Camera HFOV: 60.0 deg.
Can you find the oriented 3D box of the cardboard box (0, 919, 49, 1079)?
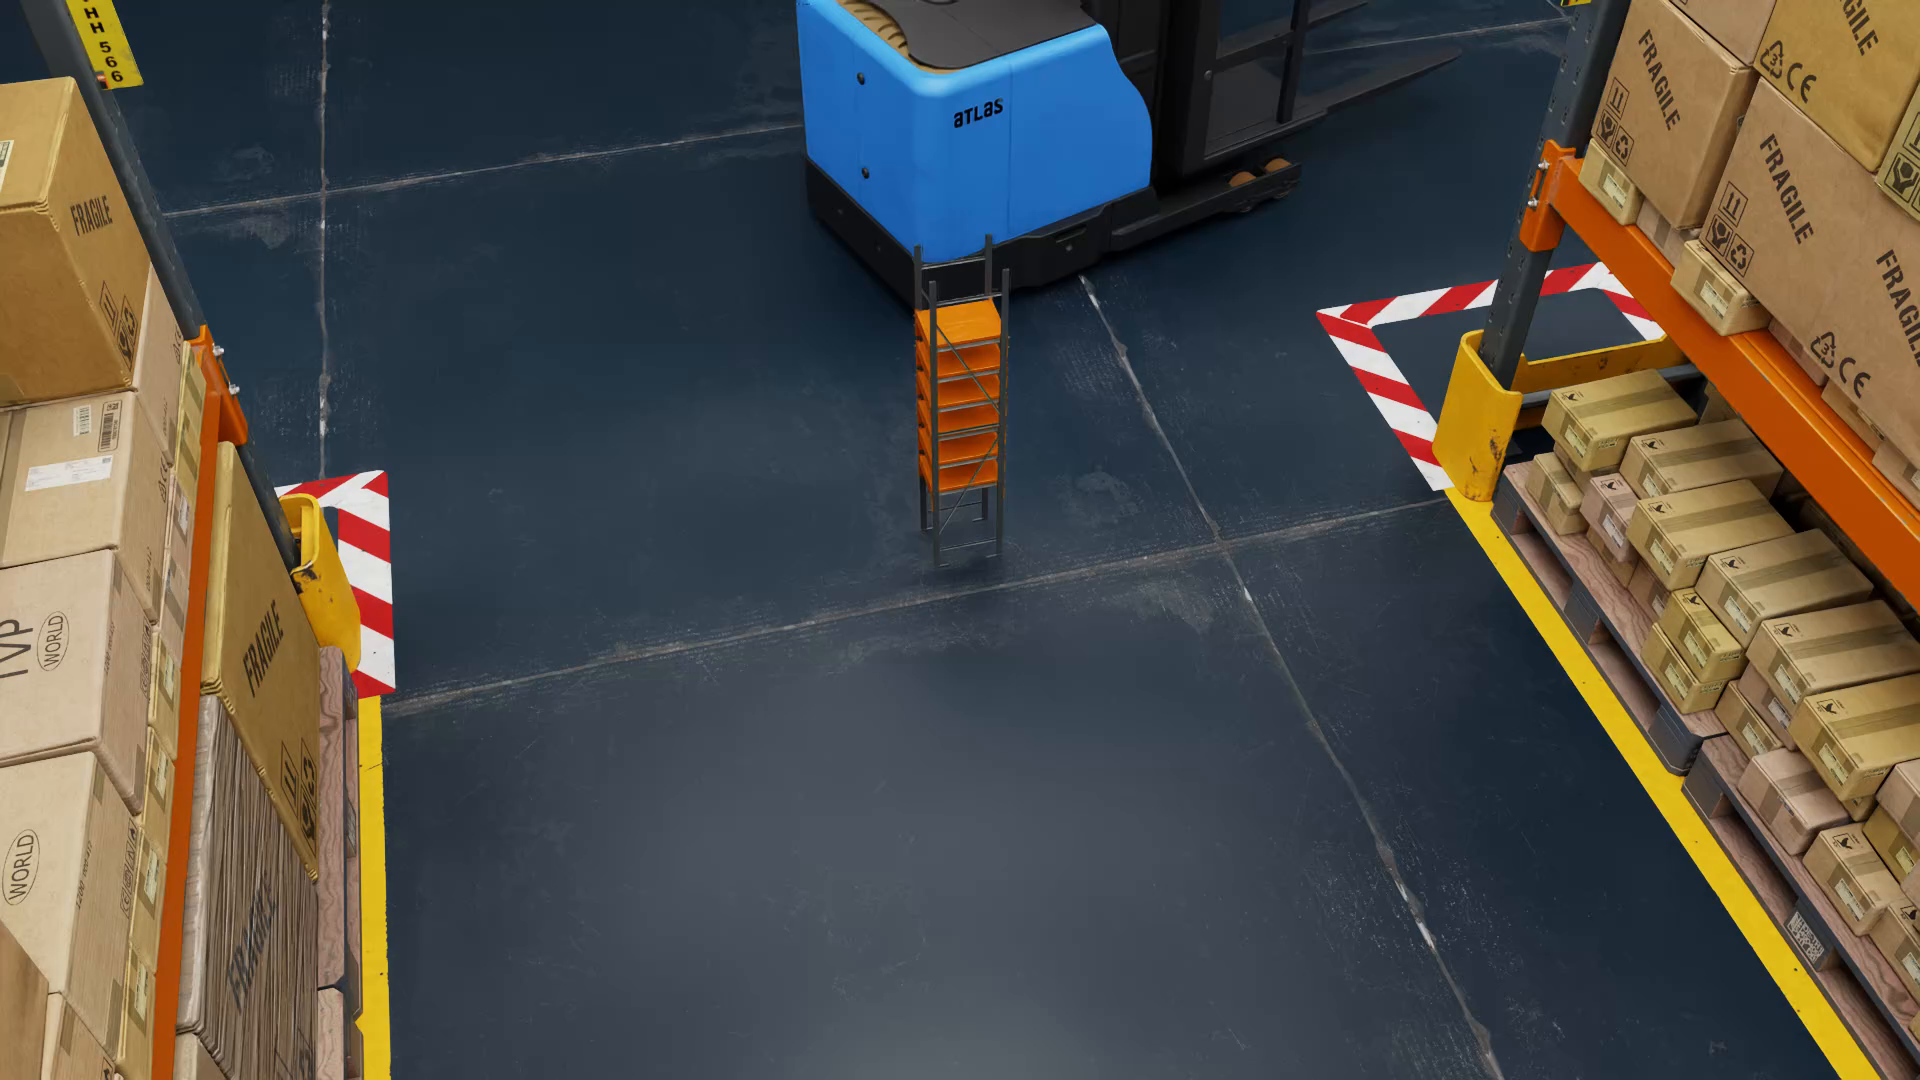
[{"bbox_3d":[-1.631,0.757,2.280,0.500,0.500,0.500,-12,47,-12],"label":"cardboard box"}]

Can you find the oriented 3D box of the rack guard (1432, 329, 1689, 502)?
[{"bbox_3d":[2.317,-0.524,5.913,1.175,0.500,0.348,-11,47,-10],"label":"rack guard"}]

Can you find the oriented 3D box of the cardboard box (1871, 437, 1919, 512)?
[{"bbox_3d":[2.466,-0.195,4.016,0.380,0.149,0.250,-12,47,-11],"label":"cardboard box"}]

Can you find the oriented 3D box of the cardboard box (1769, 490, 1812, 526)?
[{"bbox_3d":[2.723,-0.202,5.341,0.380,0.149,0.250,-12,47,-11],"label":"cardboard box"}]

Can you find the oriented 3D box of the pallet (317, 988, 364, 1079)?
[{"bbox_3d":[-1.934,1.741,3.896,1.003,0.211,1.213,-11,47,-10],"label":"pallet"}]

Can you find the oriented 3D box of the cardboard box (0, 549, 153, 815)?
[{"bbox_3d":[-1.882,0.322,3.231,0.500,0.250,0.500,-12,47,-12],"label":"cardboard box"}]

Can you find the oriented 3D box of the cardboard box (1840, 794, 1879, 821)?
[{"bbox_3d":[2.577,0.599,4.556,0.380,0.149,0.250,-9,46,-8],"label":"cardboard box"}]

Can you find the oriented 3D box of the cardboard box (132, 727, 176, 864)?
[{"bbox_3d":[-1.784,0.544,3.293,0.380,0.149,0.250,-11,47,-10],"label":"cardboard box"}]

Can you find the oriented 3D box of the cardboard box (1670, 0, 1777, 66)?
[{"bbox_3d":[2.156,-1.582,4.221,0.500,0.500,0.500,-11,47,-11],"label":"cardboard box"}]

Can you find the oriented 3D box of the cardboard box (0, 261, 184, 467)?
[{"bbox_3d":[-2.142,-0.379,3.918,0.500,0.250,0.500,-11,47,-11],"label":"cardboard box"}]

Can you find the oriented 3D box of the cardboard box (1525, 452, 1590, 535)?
[{"bbox_3d":[2.122,-0.180,5.528,0.380,0.149,0.250,-10,46,-10],"label":"cardboard box"}]

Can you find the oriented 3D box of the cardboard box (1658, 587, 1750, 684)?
[{"bbox_3d":[2.308,0.254,4.895,0.380,0.149,0.250,-9,46,-9],"label":"cardboard box"}]

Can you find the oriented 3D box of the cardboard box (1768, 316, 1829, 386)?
[{"bbox_3d":[2.385,-0.562,4.376,0.380,0.149,0.250,-9,46,-8],"label":"cardboard box"}]

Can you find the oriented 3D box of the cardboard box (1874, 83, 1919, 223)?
[{"bbox_3d":[2.403,-0.871,3.525,0.500,0.500,0.500,-12,47,-11],"label":"cardboard box"}]

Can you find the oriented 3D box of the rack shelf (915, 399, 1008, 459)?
[{"bbox_3d":[0.004,-0.379,5.343,0.258,0.103,0.180,-11,47,-10],"label":"rack shelf"}]

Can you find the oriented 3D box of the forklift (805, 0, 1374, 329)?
[{"bbox_3d":[0.749,-2.816,6.458,1.130,2.935,3.031,32,53,27],"label":"forklift"}]

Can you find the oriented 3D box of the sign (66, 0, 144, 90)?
[{"bbox_3d":[-1.995,-1.192,3.841,0.100,0.325,0.005,-11,47,-10],"label":"sign"}]

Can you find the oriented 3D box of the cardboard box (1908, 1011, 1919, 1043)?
[{"bbox_3d":[2.627,1.239,4.138,0.380,0.149,0.250,-11,47,-10],"label":"cardboard box"}]

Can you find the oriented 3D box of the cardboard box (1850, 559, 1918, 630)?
[{"bbox_3d":[2.813,0.171,4.976,0.380,0.149,0.250,-11,47,-11],"label":"cardboard box"}]

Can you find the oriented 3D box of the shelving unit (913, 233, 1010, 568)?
[{"bbox_3d":[0.004,-0.410,5.312,0.258,1.200,0.189,-11,47,-10],"label":"shelving unit"}]

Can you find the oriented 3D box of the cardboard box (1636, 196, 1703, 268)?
[{"bbox_3d":[2.169,-0.911,4.719,0.380,0.149,0.250,-9,46,-9],"label":"cardboard box"}]

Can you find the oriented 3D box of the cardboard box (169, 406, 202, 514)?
[{"bbox_3d":[-2.045,-0.161,3.984,0.380,0.149,0.250,-10,46,-10],"label":"cardboard box"}]

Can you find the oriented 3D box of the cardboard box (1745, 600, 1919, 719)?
[{"bbox_3d":[2.436,0.331,4.611,0.380,0.149,0.250,-9,46,-9],"label":"cardboard box"}]

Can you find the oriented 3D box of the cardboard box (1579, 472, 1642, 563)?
[{"bbox_3d":[2.199,-0.096,5.238,0.380,0.149,0.250,-11,47,-11],"label":"cardboard box"}]

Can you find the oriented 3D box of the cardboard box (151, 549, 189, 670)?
[{"bbox_3d":[-1.919,0.186,3.644,0.380,0.149,0.250,-10,46,-10],"label":"cardboard box"}]

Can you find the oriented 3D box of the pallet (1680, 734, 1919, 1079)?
[{"bbox_3d":[2.800,0.986,4.636,1.003,0.211,1.213,-11,47,-10],"label":"pallet"}]

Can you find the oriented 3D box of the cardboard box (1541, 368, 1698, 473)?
[{"bbox_3d":[2.103,-0.384,5.312,0.380,0.149,0.250,-13,47,-12],"label":"cardboard box"}]

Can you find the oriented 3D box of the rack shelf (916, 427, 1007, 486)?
[{"bbox_3d":[0.004,-0.295,5.429,0.258,0.103,0.180,-11,47,-10],"label":"rack shelf"}]

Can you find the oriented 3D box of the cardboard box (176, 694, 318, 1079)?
[{"bbox_3d":[-2.049,1.038,3.826,0.875,0.875,0.875,-11,47,-10],"label":"cardboard box"}]

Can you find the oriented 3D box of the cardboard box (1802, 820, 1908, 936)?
[{"bbox_3d":[2.531,0.886,4.484,0.380,0.149,0.250,-11,47,-10],"label":"cardboard box"}]

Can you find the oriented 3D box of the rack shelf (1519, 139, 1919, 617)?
[{"bbox_3d":[2.810,0.182,3.975,1.077,0.370,4.000,-11,47,-10],"label":"rack shelf"}]

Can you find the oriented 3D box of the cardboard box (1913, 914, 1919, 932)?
[{"bbox_3d":[2.664,0.980,4.183,0.380,0.149,0.250,-13,47,-12],"label":"cardboard box"}]

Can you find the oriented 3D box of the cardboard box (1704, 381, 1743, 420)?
[{"bbox_3d":[2.678,-0.489,5.415,0.380,0.149,0.250,-10,46,-10],"label":"cardboard box"}]

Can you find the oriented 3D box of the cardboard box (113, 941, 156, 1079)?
[{"bbox_3d":[-1.654,0.895,2.949,0.380,0.149,0.250,-12,47,-11],"label":"cardboard box"}]

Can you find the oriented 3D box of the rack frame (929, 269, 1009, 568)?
[{"bbox_3d":[0.027,-0.347,5.250,0.240,1.200,0.006,-11,47,-10],"label":"rack frame"}]

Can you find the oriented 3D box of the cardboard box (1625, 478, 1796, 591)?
[{"bbox_3d":[2.231,-0.019,4.954,0.380,0.149,0.250,-11,47,-10],"label":"cardboard box"}]

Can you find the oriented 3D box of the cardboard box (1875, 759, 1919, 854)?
[{"bbox_3d":[2.616,0.677,4.272,0.380,0.149,0.250,-11,47,-10],"label":"cardboard box"}]

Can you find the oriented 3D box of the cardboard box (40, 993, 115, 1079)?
[{"bbox_3d":[-1.627,1.023,2.544,0.500,0.250,0.500,-10,46,-9],"label":"cardboard box"}]

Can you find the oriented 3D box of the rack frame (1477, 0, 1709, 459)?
[{"bbox_3d":[2.298,-1.451,5.072,1.000,3.000,0.127,-11,47,-10],"label":"rack frame"}]

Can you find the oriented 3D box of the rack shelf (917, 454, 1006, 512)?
[{"bbox_3d":[0.004,-0.211,5.515,0.258,0.103,0.180,-11,47,-10],"label":"rack shelf"}]

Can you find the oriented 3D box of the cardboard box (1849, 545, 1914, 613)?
[{"bbox_3d":[2.881,0.041,4.895,0.380,0.149,0.250,-12,47,-12],"label":"cardboard box"}]

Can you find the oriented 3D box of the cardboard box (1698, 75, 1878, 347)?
[{"bbox_3d":[2.307,-0.865,4.219,0.500,0.500,0.500,-11,47,-10],"label":"cardboard box"}]

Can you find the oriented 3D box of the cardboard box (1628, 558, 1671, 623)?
[{"bbox_3d":[2.339,0.156,5.199,0.380,0.149,0.250,-10,46,-10],"label":"cardboard box"}]

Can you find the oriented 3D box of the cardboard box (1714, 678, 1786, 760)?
[{"bbox_3d":[2.456,0.511,4.851,0.380,0.149,0.250,-11,47,-10],"label":"cardboard box"}]
